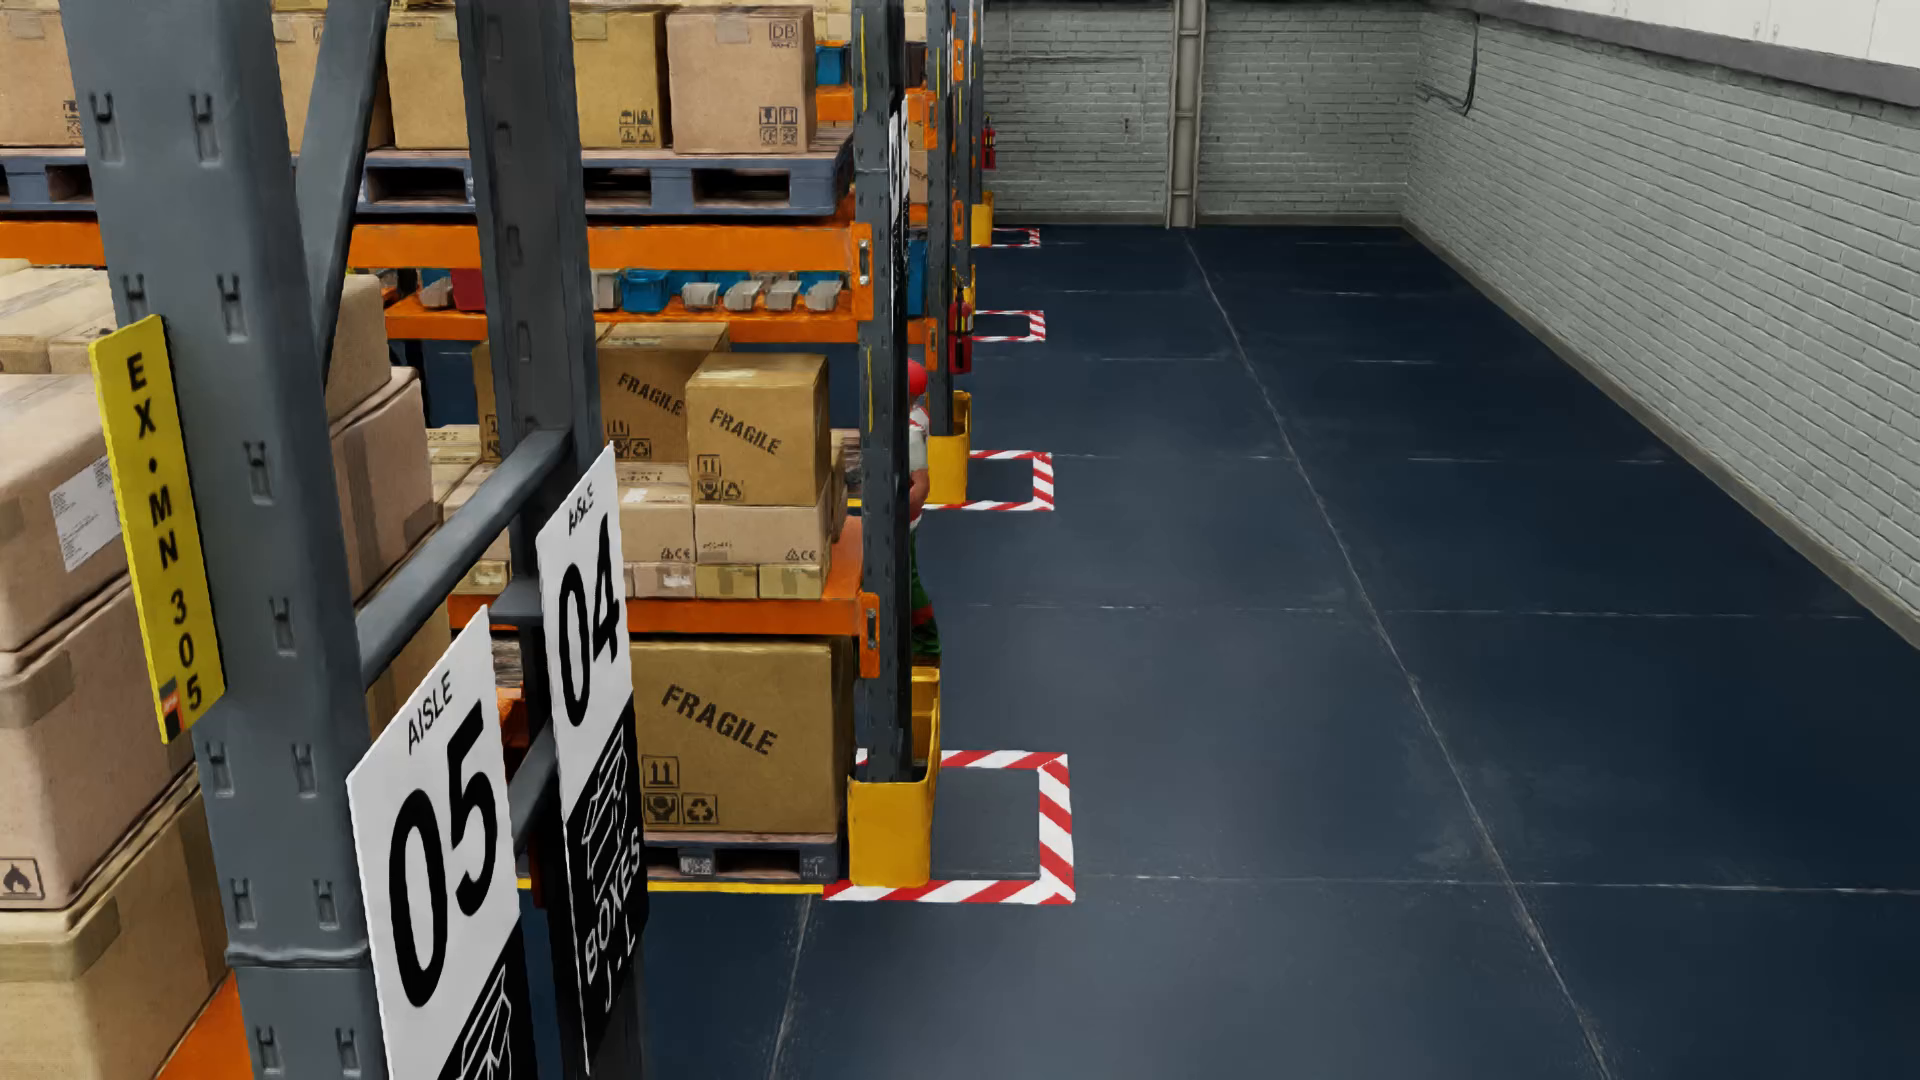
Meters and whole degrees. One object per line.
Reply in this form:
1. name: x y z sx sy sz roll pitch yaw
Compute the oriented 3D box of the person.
1. person: -0.465 -0.098 8.820 0.710 1.795 0.709 3 21 7
